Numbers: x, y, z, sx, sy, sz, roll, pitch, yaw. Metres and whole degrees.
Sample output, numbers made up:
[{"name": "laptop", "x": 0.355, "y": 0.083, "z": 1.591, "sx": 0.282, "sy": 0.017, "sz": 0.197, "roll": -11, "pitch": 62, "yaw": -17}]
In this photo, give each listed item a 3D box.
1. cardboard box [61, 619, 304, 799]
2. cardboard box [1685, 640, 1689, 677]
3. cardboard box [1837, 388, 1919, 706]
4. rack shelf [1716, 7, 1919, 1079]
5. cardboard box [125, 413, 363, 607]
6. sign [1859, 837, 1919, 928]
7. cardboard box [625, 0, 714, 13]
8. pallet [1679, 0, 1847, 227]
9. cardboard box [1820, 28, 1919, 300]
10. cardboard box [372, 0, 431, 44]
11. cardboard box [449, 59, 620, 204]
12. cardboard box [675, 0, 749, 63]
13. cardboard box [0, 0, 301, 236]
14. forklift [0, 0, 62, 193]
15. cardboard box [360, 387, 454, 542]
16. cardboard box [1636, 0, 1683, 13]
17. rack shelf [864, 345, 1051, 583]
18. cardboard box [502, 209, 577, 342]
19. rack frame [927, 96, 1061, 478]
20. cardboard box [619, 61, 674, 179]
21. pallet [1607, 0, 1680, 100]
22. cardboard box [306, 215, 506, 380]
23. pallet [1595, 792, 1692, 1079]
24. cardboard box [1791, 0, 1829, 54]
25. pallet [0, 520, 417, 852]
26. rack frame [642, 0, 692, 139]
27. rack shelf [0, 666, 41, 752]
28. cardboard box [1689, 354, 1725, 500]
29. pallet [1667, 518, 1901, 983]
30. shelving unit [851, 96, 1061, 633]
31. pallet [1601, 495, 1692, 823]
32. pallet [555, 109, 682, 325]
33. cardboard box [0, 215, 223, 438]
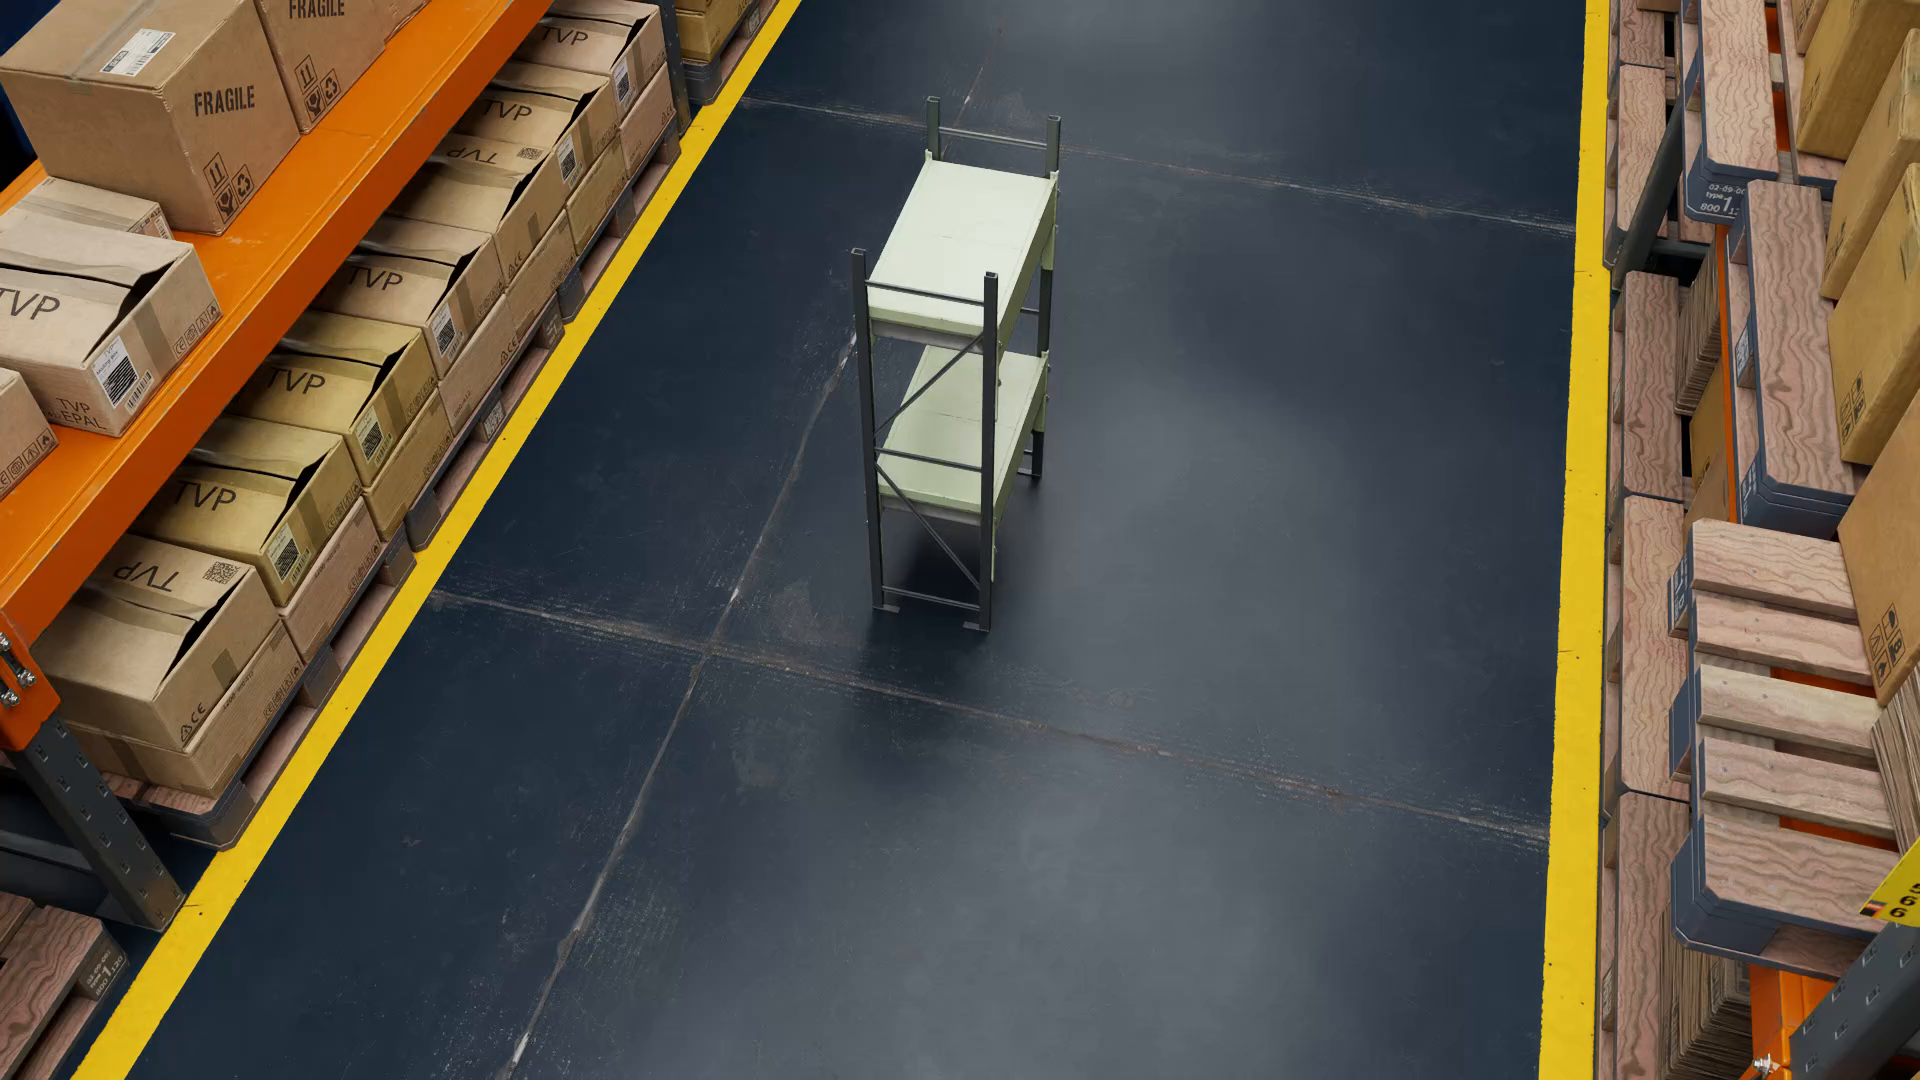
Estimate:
[{"name": "cardboard box", "x": -2.321, "y": 0.443, "z": 4.912, "sx": 0.500, "sy": 0.250, "sz": 0.500, "roll": 11, "pitch": 50, "yaw": 10}, {"name": "cardboard box", "x": 2.529, "y": 0.403, "z": 4.767, "sx": 0.700, "sy": 0.500, "sz": 0.500, "roll": 11, "pitch": 50, "yaw": 10}, {"name": "cardboard box", "x": 2.273, "y": 0.037, "z": 3.356, "sx": 0.700, "sy": 0.500, "sz": 0.500, "roll": 7, "pitch": 49, "yaw": 6}, {"name": "rack shelf", "x": 2.565, "y": -0.241, "z": 4.442, "sx": 1.077, "sy": 0.370, "sz": 4.000, "roll": 12, "pitch": 50, "yaw": 10}, {"name": "cardboard box", "x": -2.191, "y": -0.124, "z": 5.039, "sx": 0.500, "sy": 0.311, "sz": 0.500, "roll": 10, "pitch": 49, "yaw": 9}, {"name": "sign", "x": 1.512, "y": 0.510, "z": 2.579, "sx": 0.100, "sy": 0.325, "sz": 0.005, "roll": 12, "pitch": 50, "yaw": 10}, {"name": "cardboard box", "x": -1.265, "y": -2.651, "z": 7.143, "sx": 0.500, "sy": 0.500, "sz": 0.500, "roll": 12, "pitch": 50, "yaw": 10}, {"name": "pallet", "x": 2.749, "y": -1.338, "z": 5.058, "sx": 1.003, "sy": 0.211, "sz": 1.213, "roll": 12, "pitch": 50, "yaw": 10}, {"name": "cardboard box", "x": 2.627, "y": -0.858, "z": 4.146, "sx": 0.700, "sy": 0.500, "sz": 0.500, "roll": 18, "pitch": 51, "yaw": 15}, {"name": "cardboard box", "x": -2.046, "y": -2.000, "z": 5.448, "sx": 0.500, "sy": 0.500, "sz": 0.500, "roll": 15, "pitch": 50, "yaw": 13}, {"name": "cardboard box", "x": -1.650, "y": -1.588, "z": 6.331, "sx": 0.500, "sy": 0.311, "sz": 0.500, "roll": 13, "pitch": 50, "yaw": 11}, {"name": "cardboard box", "x": -1.274, "y": -2.405, "z": 7.426, "sx": 0.500, "sy": 0.250, "sz": 0.500, "roll": 12, "pitch": 50, "yaw": 10}, {"name": "cardboard box", "x": -2.316, "y": -1.257, "z": 4.792, "sx": 0.500, "sy": 0.500, "sz": 0.500, "roll": 9, "pitch": 49, "yaw": 8}, {"name": "forklift", "x": -4.369, "y": -2.092, "z": 5.641, "sx": 1.130, "sy": 2.935, "sz": 3.031, "roll": 11, "pitch": 49, "yaw": 9}, {"name": "cardboard box", "x": -2.058, "y": -0.298, "z": 5.566, "sx": 0.500, "sy": 0.250, "sz": 0.500, "roll": 10, "pitch": 49, "yaw": 9}, {"name": "cardboard box", "x": 3.483, "y": -2.722, "z": 7.525, "sx": 0.700, "sy": 0.500, "sz": 0.500, "roll": 9, "pitch": 49, "yaw": 8}, {"name": "rack shelf", "x": 0.002, "y": -0.285, "z": 5.436, "sx": 0.431, "sy": 0.370, "sz": 0.720, "roll": 12, "pitch": 50, "yaw": 10}, {"name": "cardboard box", "x": -1.788, "y": -1.037, "z": 6.218, "sx": 0.500, "sy": 0.250, "sz": 0.500, "roll": 13, "pitch": 50, "yaw": 11}, {"name": "rack frame", "x": 0.098, "y": -0.766, "z": 5.426, "sx": 0.400, "sy": 1.500, "sz": 0.023, "roll": 12, "pitch": 50, "yaw": 10}, {"name": "cardboard box", "x": -1.519, "y": -1.773, "z": 6.868, "sx": 0.500, "sy": 0.250, "sz": 0.500, "roll": 11, "pitch": 50, "yaw": 10}, {"name": "pallet", "x": 3.553, "y": -2.381, "z": 7.711, "sx": 1.003, "sy": 0.211, "sz": 1.213, "roll": 12, "pitch": 50, "yaw": 10}, {"name": "cardboard box", "x": -1.919, "y": -0.865, "z": 5.692, "sx": 0.500, "sy": 0.311, "sz": 0.500, "roll": 11, "pitch": 49, "yaw": 10}, {"name": "pallet", "x": 2.245, "y": 1.325, "z": 4.440, "sx": 1.003, "sy": 0.211, "sz": 1.213, "roll": 12, "pitch": 50, "yaw": 10}, {"name": "cardboard box", "x": 2.924, "y": -1.743, "z": 4.928, "sx": 0.700, "sy": 0.500, "sz": 0.500, "roll": 12, "pitch": 50, "yaw": 10}, {"name": "pallet", "x": -2.488, "y": 0.328, "z": 5.320, "sx": 1.003, "sy": 0.211, "sz": 1.213, "roll": 12, "pitch": 50, "yaw": 10}, {"name": "rack frame", "x": -1.689, "y": -2.901, "z": 6.309, "sx": 1.000, "sy": 3.000, "sz": 0.127, "roll": 12, "pitch": 50, "yaw": 10}, {"name": "rack shelf", "x": -3.268, "y": 1.677, "z": 2.749, "sx": 1.077, "sy": 0.370, "sz": 4.000, "roll": 12, "pitch": 50, "yaw": 10}, {"name": "cardboard box", "x": 2.826, "y": -0.325, "z": 5.410, "sx": 0.700, "sy": 0.500, "sz": 0.500, "roll": 11, "pitch": 49, "yaw": 9}, {"name": "pallet", "x": 2.123, "y": 0.495, "z": 3.441, "sx": 1.213, "sy": 0.211, "sz": 1.003, "roll": 12, "pitch": 50, "yaw": 10}, {"name": "shelving unit", "x": 0.002, "y": -0.501, "z": 5.192, "sx": 0.431, "sy": 1.500, "sz": 0.755, "roll": 12, "pitch": 50, "yaw": 10}, {"name": "pallet", "x": 2.568, "y": 0.446, "z": 5.216, "sx": 1.003, "sy": 0.211, "sz": 1.213, "roll": 12, "pitch": 50, "yaw": 10}, {"name": "pallet", "x": -1.845, "y": -1.437, "z": 6.878, "sx": 1.003, "sy": 0.211, "sz": 1.213, "roll": 12, "pitch": 50, "yaw": 10}, {"name": "cardboard box", "x": -2.320, "y": -0.587, "z": 4.326, "sx": 0.500, "sy": 0.311, "sz": 0.500, "roll": 11, "pitch": 49, "yaw": 10}]
